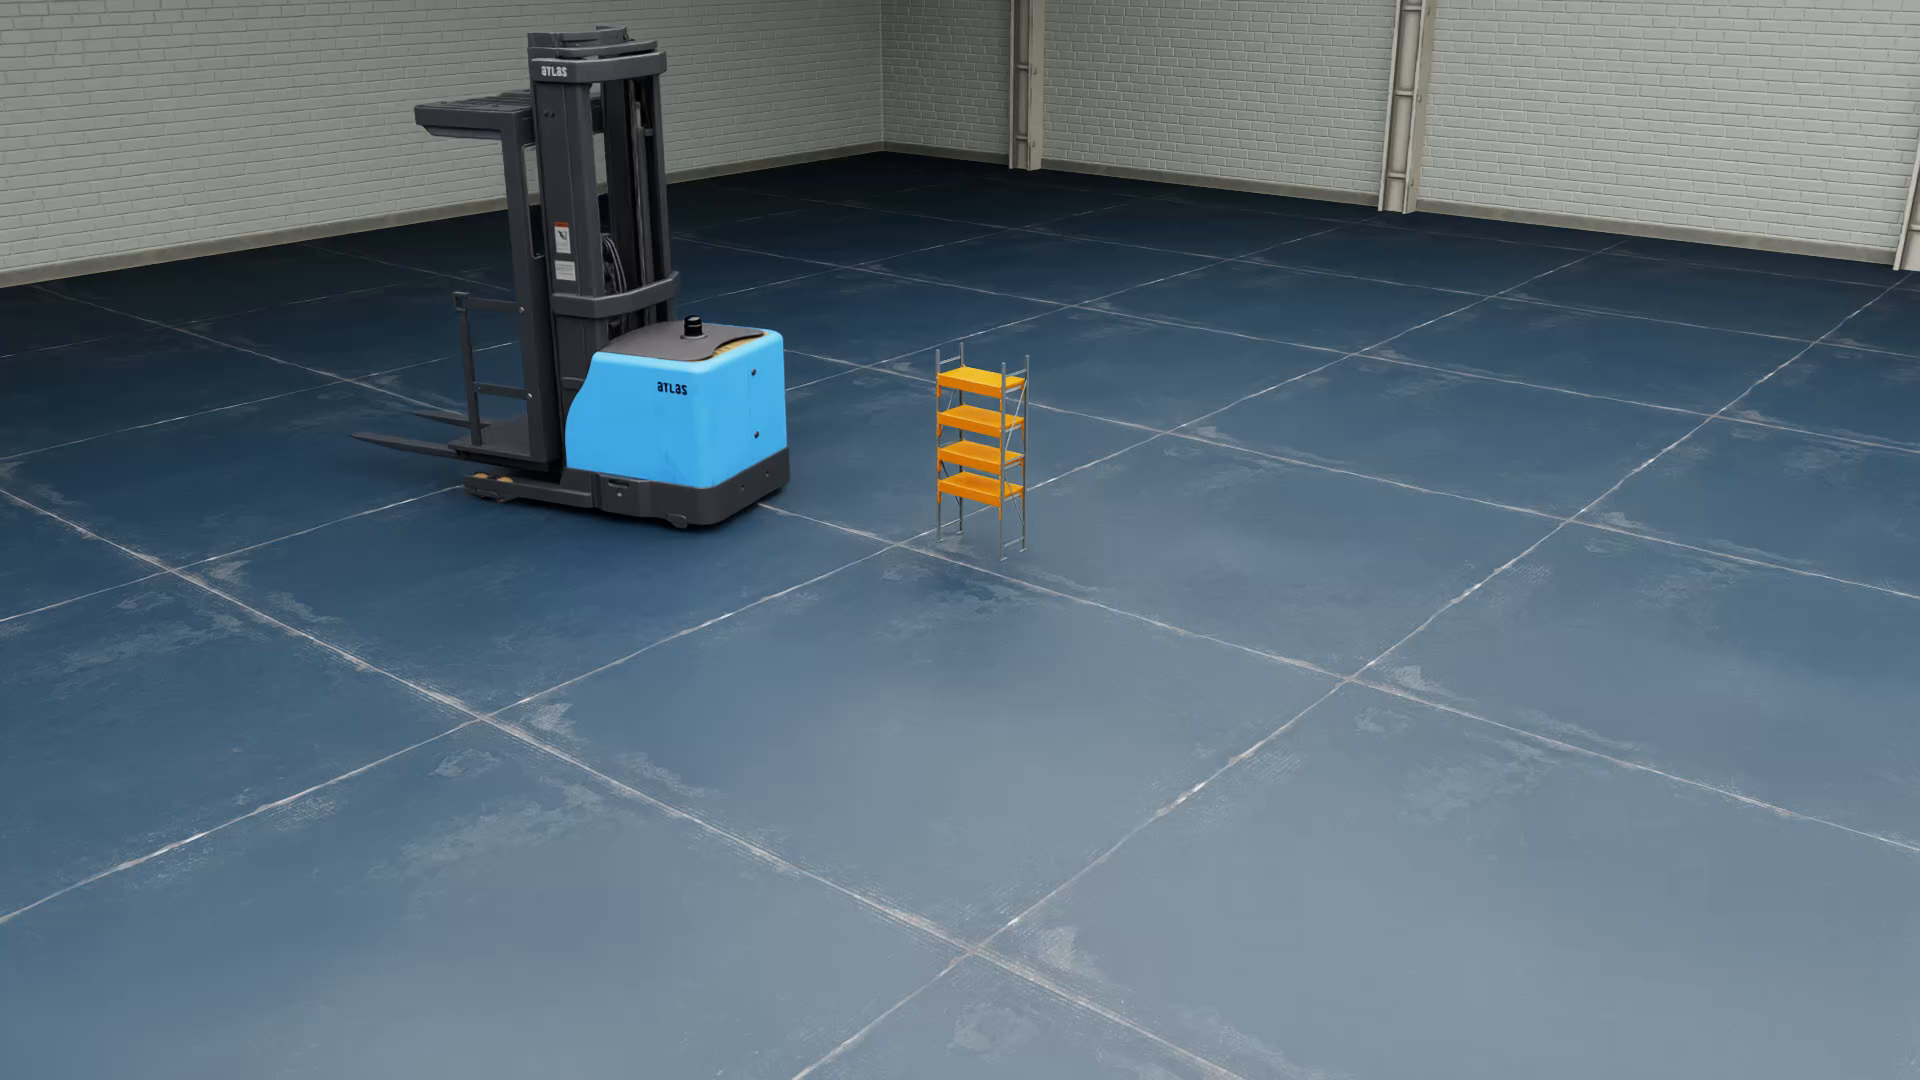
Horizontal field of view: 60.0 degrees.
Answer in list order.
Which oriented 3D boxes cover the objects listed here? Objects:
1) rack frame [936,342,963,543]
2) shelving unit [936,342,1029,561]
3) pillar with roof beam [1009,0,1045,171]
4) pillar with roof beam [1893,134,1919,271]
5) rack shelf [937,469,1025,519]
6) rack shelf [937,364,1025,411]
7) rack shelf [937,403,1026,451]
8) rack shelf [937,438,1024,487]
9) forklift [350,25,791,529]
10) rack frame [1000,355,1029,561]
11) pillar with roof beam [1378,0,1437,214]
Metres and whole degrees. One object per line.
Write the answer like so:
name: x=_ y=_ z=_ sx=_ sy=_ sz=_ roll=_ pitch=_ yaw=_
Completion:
rack frame: x=-0.061 y=-0.579 z=10.003 sx=0.015 sy=1.200 sz=0.240 roll=16 pitch=26 yaw=36
shelving unit: x=0.128 y=-0.524 z=9.859 sx=0.503 sy=1.200 sz=0.258 roll=16 pitch=26 yaw=36
pillar with roof beam: x=-1.740 y=-8.617 z=20.264 sx=0.400 sy=9.000 sz=9.100 roll=16 pitch=26 yaw=36
pillar with roof beam: x=7.557 y=-5.939 z=13.165 sx=0.400 sy=9.000 sz=9.100 roll=16 pitch=26 yaw=36
rack shelf: x=0.128 y=-0.276 z=9.952 sx=0.480 sy=0.148 sz=0.258 roll=16 pitch=26 yaw=36
rack shelf: x=0.128 y=-0.892 z=9.720 sx=0.480 sy=0.148 sz=0.258 roll=16 pitch=26 yaw=36
rack shelf: x=0.128 y=-0.671 z=9.803 sx=0.480 sy=0.148 sz=0.258 roll=16 pitch=26 yaw=36
rack shelf: x=0.128 y=-0.462 z=9.882 sx=0.480 sy=0.148 sz=0.258 roll=16 pitch=26 yaw=36
forklift: x=-2.685 y=-1.771 z=10.710 sx=3.031 sy=2.935 sz=1.130 roll=9 pitch=22 yaw=23
rack frame: x=0.317 y=-0.470 z=9.714 sx=0.015 sy=1.200 sz=0.240 roll=16 pitch=26 yaw=36
pillar with roof beam: x=2.908 y=-7.278 z=16.715 sx=0.400 sy=9.000 sz=9.100 roll=16 pitch=26 yaw=36
